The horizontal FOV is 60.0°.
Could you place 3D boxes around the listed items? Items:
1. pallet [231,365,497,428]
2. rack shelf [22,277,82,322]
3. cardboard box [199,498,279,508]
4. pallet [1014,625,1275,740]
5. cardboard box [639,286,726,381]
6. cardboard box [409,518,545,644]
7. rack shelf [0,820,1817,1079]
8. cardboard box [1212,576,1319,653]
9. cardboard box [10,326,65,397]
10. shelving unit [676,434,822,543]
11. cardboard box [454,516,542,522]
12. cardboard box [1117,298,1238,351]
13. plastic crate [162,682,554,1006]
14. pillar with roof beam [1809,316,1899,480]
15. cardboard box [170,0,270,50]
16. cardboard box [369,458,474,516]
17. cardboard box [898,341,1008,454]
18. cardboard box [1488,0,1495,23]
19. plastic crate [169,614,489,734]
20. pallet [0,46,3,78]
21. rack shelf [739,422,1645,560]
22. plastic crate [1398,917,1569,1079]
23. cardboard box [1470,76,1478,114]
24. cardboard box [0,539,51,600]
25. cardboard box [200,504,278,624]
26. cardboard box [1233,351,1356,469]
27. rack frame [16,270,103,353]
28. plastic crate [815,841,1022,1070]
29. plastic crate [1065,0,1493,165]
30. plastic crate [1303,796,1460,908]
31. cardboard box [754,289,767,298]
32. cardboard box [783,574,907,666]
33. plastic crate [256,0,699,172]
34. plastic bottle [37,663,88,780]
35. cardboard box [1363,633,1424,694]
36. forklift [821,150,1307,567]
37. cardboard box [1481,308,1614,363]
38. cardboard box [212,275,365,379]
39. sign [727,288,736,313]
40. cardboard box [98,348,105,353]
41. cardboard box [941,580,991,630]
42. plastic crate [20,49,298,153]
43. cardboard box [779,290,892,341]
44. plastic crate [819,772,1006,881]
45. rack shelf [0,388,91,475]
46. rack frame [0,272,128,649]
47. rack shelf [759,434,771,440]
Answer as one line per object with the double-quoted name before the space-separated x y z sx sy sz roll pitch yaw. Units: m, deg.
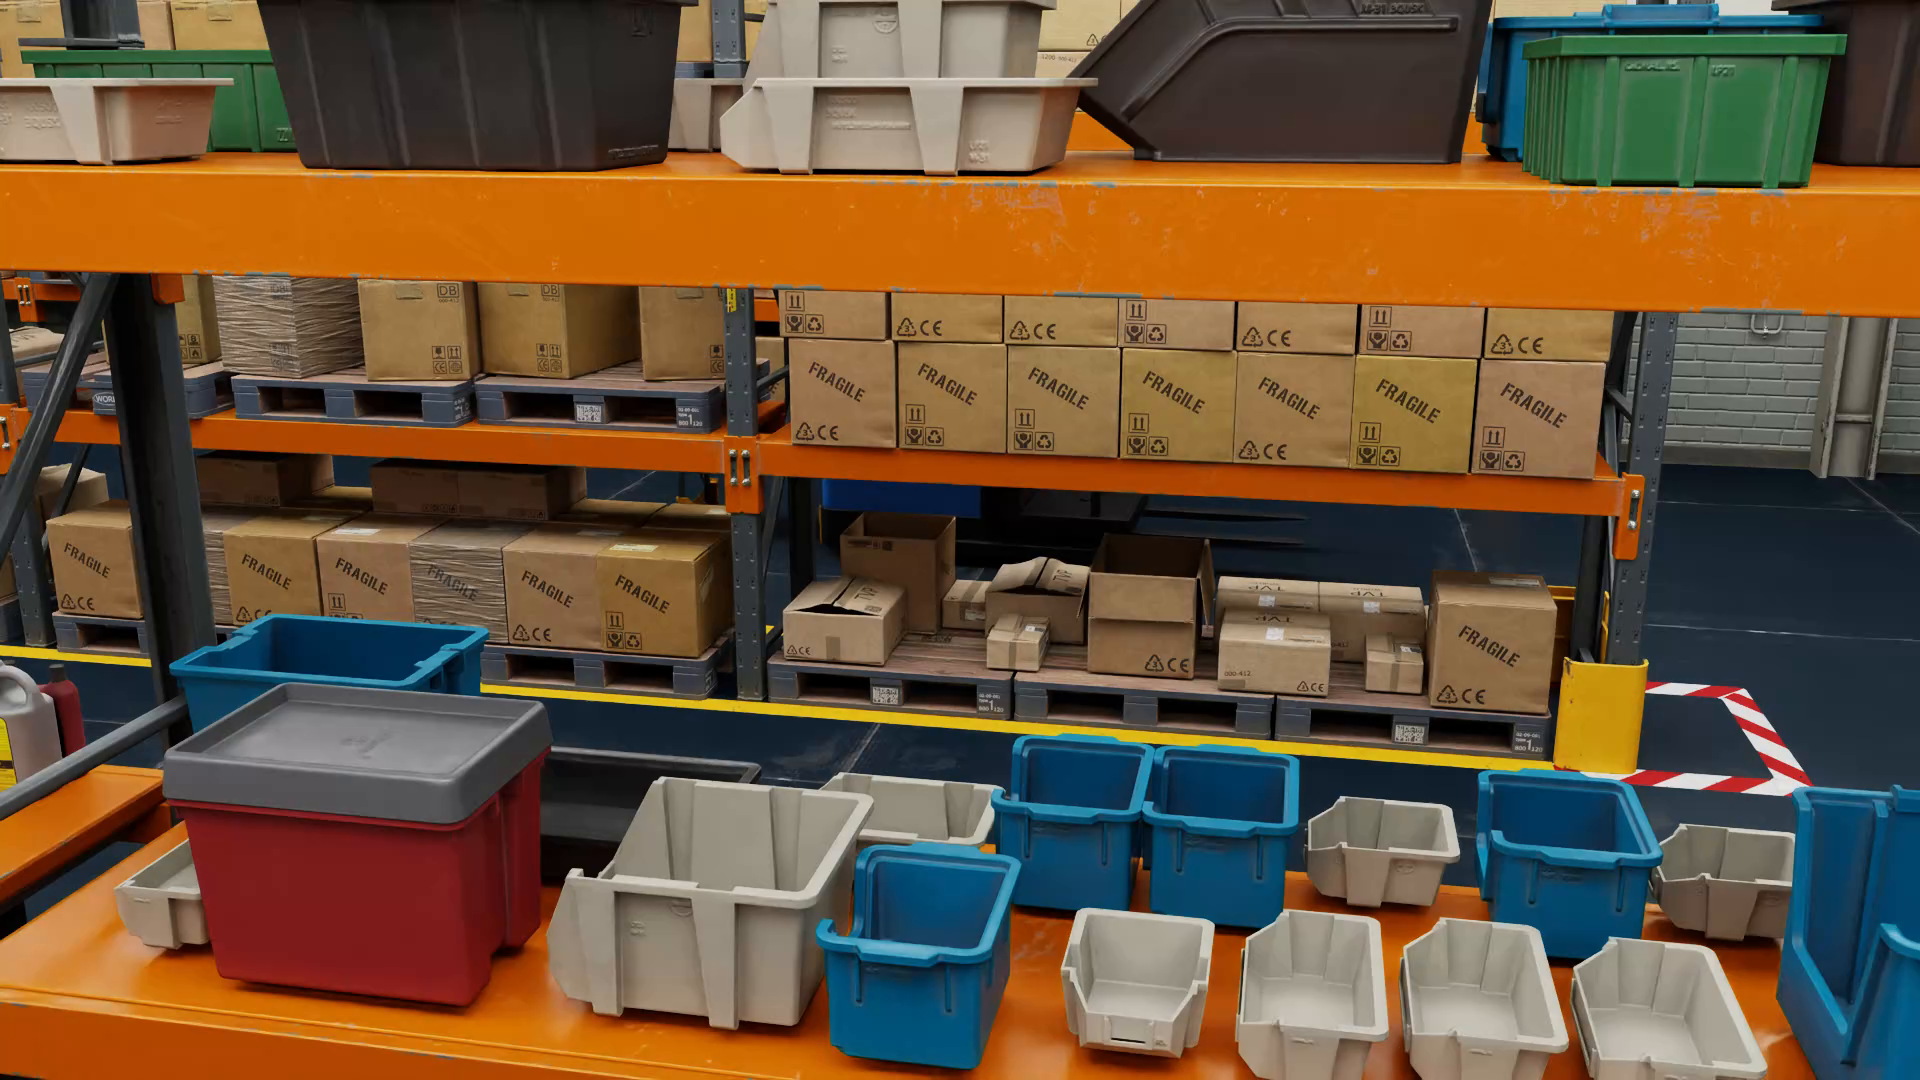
"pallet" -2.944 -0.804 8.633 1.213 0.211 1.003 3 16 11
"rack shelf" -5.827 -2.054 14.136 4.000 0.370 1.077 3 16 11
"cardboard box" -3.887 -0.017 9.294 0.500 0.500 0.500 4 16 13
"pallet" 0.941 0.660 8.216 1.213 0.211 1.003 3 16 11
"cardboard box" -1.350 -1.120 8.442 0.500 0.500 0.700 -2 16 -8
"cardboard box" -2.445 0.201 8.507 0.500 0.500 0.500 3 16 12
"rack shelf" 0.039 0.963 3.244 4.000 0.370 1.077 3 16 11
"cardboard box" 1.533 0.384 8.313 0.500 0.250 0.500 3 16 11
"cardboard box" -5.198 -0.986 9.100 0.500 0.311 0.500 4 16 15
"shelving unit" -1.304 -0.808 11.100 1.083 1.500 0.587 4 16 13
"cardboard box" -2.369 0.064 9.002 0.500 0.500 0.500 3 16 12
"cardboard box" 0.991 -1.135 7.410 0.500 0.500 0.500 4 16 13
"plastic crate" -1.096 0.563 3.107 0.583 0.464 0.402 3 16 11
"pillar with roof beam" 5.933 -3.716 7.551 0.400 9.000 9.100 3 16 11
"cardboard box" -3.407 -2.423 8.313 0.500 0.500 0.910 3 16 11
"cardboard box" -2.828 -0.323 8.994 0.500 0.250 0.500 3 16 10
"cardboard box" 0.017 -0.709 7.745 0.500 0.500 0.500 3 16 12
"cardboard box" 1.945 -2.174 6.947 0.500 0.250 0.500 3 16 11
"plastic crate" -1.396 0.424 3.758 0.575 0.384 0.392 3 16 11
"pallet" -2.709 -0.861 3.215 1.003 0.211 1.213 3 16 11
"rack shelf" 1.029 -0.332 7.921 4.000 0.370 1.077 3 16 11
"plastic crate" 0.882 0.806 2.846 0.243 0.136 0.396 3 16 11
"cardboard box" 1.945 -1.934 7.016 0.500 0.250 0.500 3 16 11
"cardboard box" -5.415 0.160 9.159 0.500 0.250 0.500 3 16 12
"cardboard box" -3.947 0.120 8.799 0.500 0.500 0.500 3 16 9
"cardboard box" 1.499 -0.628 7.453 0.500 0.500 0.500 3 16 12
"rack frame" -7.787 -2.507 14.424 0.127 3.000 1.000 3 16 11
"plastic crate" -0.065 0.732 2.930 0.300 0.233 0.416 3 16 11
"plastic crate" 0.556 -0.846 2.924 0.767 0.338 0.504 3 16 11
"plastic crate" 0.860 0.647 3.419 0.298 0.136 0.250 3 16 11
"cardboard box" -1.571 -1.993 13.001 0.250 0.149 0.380 3 16 10
"cardboard box" -0.562 0.377 8.224 0.500 0.311 0.500 3 16 11
"plastic crate" -0.759 -0.735 2.651 0.590 0.269 0.497 3 16 11
"plastic bottle" -2.196 0.435 4.020 0.133 0.283 0.061 3 16 11
"cardboard box" 2.028 0.571 7.795 0.250 0.166 0.380 3 16 11
"forklift" 0.684 -1.356 10.396 3.031 2.935 1.130 4 16 13
"cardboard box" 2.498 -1.055 7.120 0.500 0.500 0.500 3 16 11
"cardboard box" -3.353 -1.146 8.537 0.500 0.500 0.700 6 17 22
"sign" -1.038 -1.198 7.529 0.005 0.325 0.100 3 16 11
"cardboard box" -7.062 -1.480 14.573 0.500 0.500 0.700 4 16 13
"cardboard box" 0.064 0.337 8.674 0.250 0.149 0.380 3 16 11
"plastic crate" -1.446 -0.890 3.364 0.662 0.188 0.450 3 16 11
"cardboard box" -0.525 -1.217 7.706 0.500 0.500 0.500 4 16 13
"plastic crate" -0.155 0.622 3.508 0.466 0.136 0.293 3 16 11
"rack shelf" -6.810 -0.758 9.457 4.000 0.370 1.077 3 16 11
"rack frame" -4.850 -0.998 8.977 0.127 3.000 1.000 3 16 11
"rack shelf" -1.313 -0.635 11.150 1.000 0.185 0.538 4 16 13
